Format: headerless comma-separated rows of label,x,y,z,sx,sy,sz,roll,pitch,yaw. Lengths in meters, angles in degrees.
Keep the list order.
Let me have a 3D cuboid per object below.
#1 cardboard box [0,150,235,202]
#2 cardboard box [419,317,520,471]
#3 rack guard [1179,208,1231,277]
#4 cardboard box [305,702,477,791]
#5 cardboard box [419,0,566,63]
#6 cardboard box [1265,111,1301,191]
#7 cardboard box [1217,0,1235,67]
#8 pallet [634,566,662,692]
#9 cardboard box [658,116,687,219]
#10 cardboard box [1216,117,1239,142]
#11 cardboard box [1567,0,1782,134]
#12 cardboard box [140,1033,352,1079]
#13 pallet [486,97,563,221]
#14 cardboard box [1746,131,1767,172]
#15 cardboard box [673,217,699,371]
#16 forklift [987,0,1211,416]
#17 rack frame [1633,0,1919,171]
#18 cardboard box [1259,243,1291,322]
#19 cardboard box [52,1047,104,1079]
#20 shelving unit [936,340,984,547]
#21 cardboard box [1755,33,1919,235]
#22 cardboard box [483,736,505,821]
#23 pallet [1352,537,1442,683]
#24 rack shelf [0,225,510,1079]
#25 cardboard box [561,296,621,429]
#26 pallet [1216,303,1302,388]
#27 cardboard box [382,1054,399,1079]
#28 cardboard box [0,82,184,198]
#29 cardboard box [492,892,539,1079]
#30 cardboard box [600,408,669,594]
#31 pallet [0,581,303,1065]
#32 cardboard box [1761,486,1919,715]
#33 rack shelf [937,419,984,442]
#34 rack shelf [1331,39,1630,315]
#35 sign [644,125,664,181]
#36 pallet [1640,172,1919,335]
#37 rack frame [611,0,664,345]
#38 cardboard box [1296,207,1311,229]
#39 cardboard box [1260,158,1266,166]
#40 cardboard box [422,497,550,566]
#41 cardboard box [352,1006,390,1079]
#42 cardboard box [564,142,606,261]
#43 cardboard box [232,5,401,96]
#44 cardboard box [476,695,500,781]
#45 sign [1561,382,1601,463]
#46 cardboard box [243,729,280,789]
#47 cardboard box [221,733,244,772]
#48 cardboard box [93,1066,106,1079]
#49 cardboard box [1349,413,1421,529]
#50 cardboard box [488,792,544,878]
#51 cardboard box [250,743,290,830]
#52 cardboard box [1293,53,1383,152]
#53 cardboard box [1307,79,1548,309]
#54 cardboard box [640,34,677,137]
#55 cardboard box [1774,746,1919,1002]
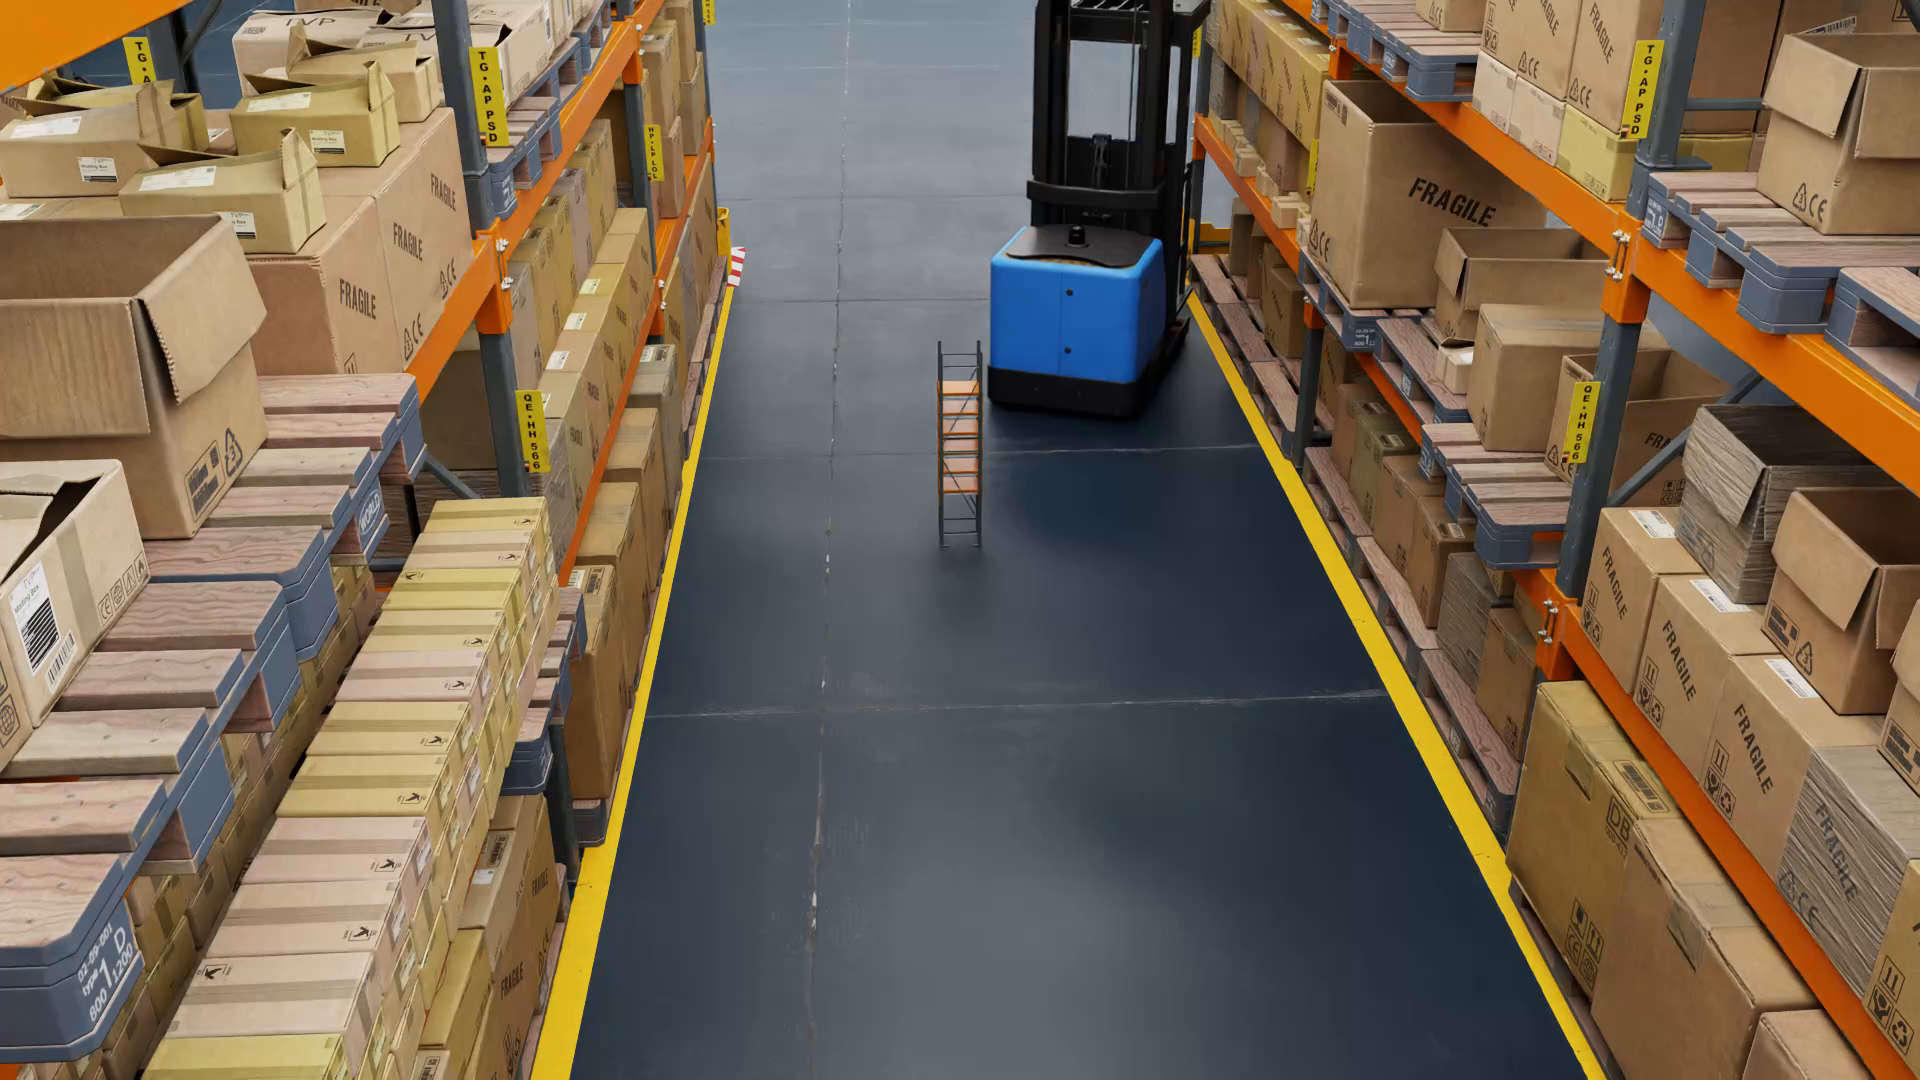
cardboard box,-2.312,-0.774,4.638,0.500,0.500,0.500,-1,28,-3
cardboard box,-2.123,-0.596,6.459,0.700,0.500,0.500,-2,28,-3
rack guard,2.435,-2.525,14.050,1.175,0.500,0.348,-1,28,-3
cardboard box,-1.561,0.573,4.581,0.380,0.149,0.250,0,28,0
cardboard box,-1.981,-2.230,7.072,0.500,0.311,0.500,-2,28,-4
cardboard box,2.561,-2.667,11.189,0.875,0.500,0.500,-1,28,-3
cardboard box,2.207,-3.796,12.273,0.500,0.500,0.500,-1,28,-3
pallet,-2.136,0.408,8.739,1.003,0.211,1.213,-1,28,-3
cardboard box,-2.312,-2.490,11.118,0.875,0.550,0.550,-1,28,-3
cardboard box,2.200,-3.188,12.890,0.380,0.149,0.250,-1,28,-3
cardboard box,2.574,-1.784,6.034,0.500,0.500,0.500,-1,28,-1
cardboard box,-1.493,1.168,3.441,0.380,0.149,0.250,-1,28,-2
pallet,-2.196,-1.443,6.233,1.213,0.211,1.003,0,28,0
cardboard box,3.079,-1.460,6.225,0.500,0.250,0.500,-1,28,-2
cardboard box,-2.332,-1.700,11.610,0.875,0.875,0.875,-1,28,-2
forklift,1.121,-2.795,11.939,1.130,2.935,3.031,8,29,16
rack frame,2.849,-2.633,5.068,1.000,3.000,0.127,-1,28,-3
cardboard box,2.526,-1.892,12.383,0.500,0.500,0.500,1,28,2
cardboard box,-2.162,1.199,3.704,0.380,0.149,0.250,-2,28,-4
shelving unit,-0.001,-0.539,9.485,0.258,1.200,0.189,-1,28,-3
cardboard box,2.953,-1.256,5.104,0.797,0.503,0.637,0,28,0
cardboard box,-1.575,0.714,4.954,0.380,0.149,0.250,-3,28,-5
pallet,2.749,0.340,8.870,1.003,0.211,1.213,-1,28,-3
rack shelf,-2.005,0.012,4.017,1.077,0.370,4.000,-1,28,-3
cardboard box,-1.943,-0.856,8.040,0.500,0.500,0.500,-2,28,-3
pallet,2.503,-1.458,12.318,1.003,0.211,1.213,-1,28,-3
cardboard box,-1.503,1.320,3.794,0.380,0.149,0.250,-1,28,-2
cardboard box,-2.284,-1.066,4.370,0.396,0.266,0.258,-1,28,-3
cardboard box,-1.791,1.559,5.766,0.500,0.500,0.500,0,28,-1
cardboard box,-2.150,-0.206,8.881,1.050,0.750,0.750,-1,28,-3
pallet,-1.827,0.412,2.675,1.213,0.211,1.003,-1,28,-3
cardboard box,2.902,0.176,4.975,0.797,0.503,0.637,-1,28,-1
rack shelf,-0.001,-0.606,9.450,0.258,0.103,0.180,-1,28,-3
rack shelf,2.744,-1.908,7.699,1.077,0.370,4.000,-1,28,-3
sign,-1.777,-2.244,9.642,0.100,0.325,0.005,-1,28,-3
pallet,2.935,-0.924,5.238,1.213,0.211,1.003,0,28,0
rack frame,-2.318,-1.748,9.857,1.000,3.000,0.127,-1,28,-3
cardboard box,2.379,-2.034,10.678,0.380,0.149,0.250,-1,28,-3
cardboard box,2.335,-2.612,11.786,0.380,0.149,0.250,-1,28,-3
cardboard box,-1.626,-0.024,5.726,0.380,0.149,0.250,-2,28,-5
cardboard box,-1.506,1.188,3.724,0.380,0.149,0.250,-3,28,-5
cardboard box,-2.258,-1.769,8.708,0.700,0.500,0.500,-2,28,-3
cardboard box,-2.464,-1.897,6.434,0.500,0.311,0.500,-1,28,-3
cardboard box,-1.574,0.585,4.880,0.380,0.149,0.250,-2,28,-3
sign,2.307,-0.434,6.173,0.100,0.325,0.005,-1,28,-3
cardboard box,-2.226,0.601,4.850,0.380,0.149,0.250,-1,28,-3
cardboard box,-2.209,0.586,4.557,0.380,0.149,0.250,-1,28,-1
cardboard box,-2.157,1.343,3.750,0.380,0.149,0.250,-3,28,-5
cardboard box,2.657,-0.403,9.506,0.700,0.500,0.500,-2,28,-3
cardboard box,-1.812,0.999,6.030,0.500,0.250,0.500,-2,28,-4
cardboard box,-2.227,0.732,4.920,0.380,0.149,0.250,-1,28,-1
cardboard box,2.342,-2.641,10.060,0.500,0.500,0.500,-1,28,-3
cardboard box,2.542,-1.903,9.052,1.000,1.000,1.000,-1,28,-2
cardboard box,-2.339,-2.968,10.867,0.875,0.550,0.550,-1,28,-3
cardboard box,2.686,0.919,4.637,0.500,0.500,0.500,-1,28,-2
